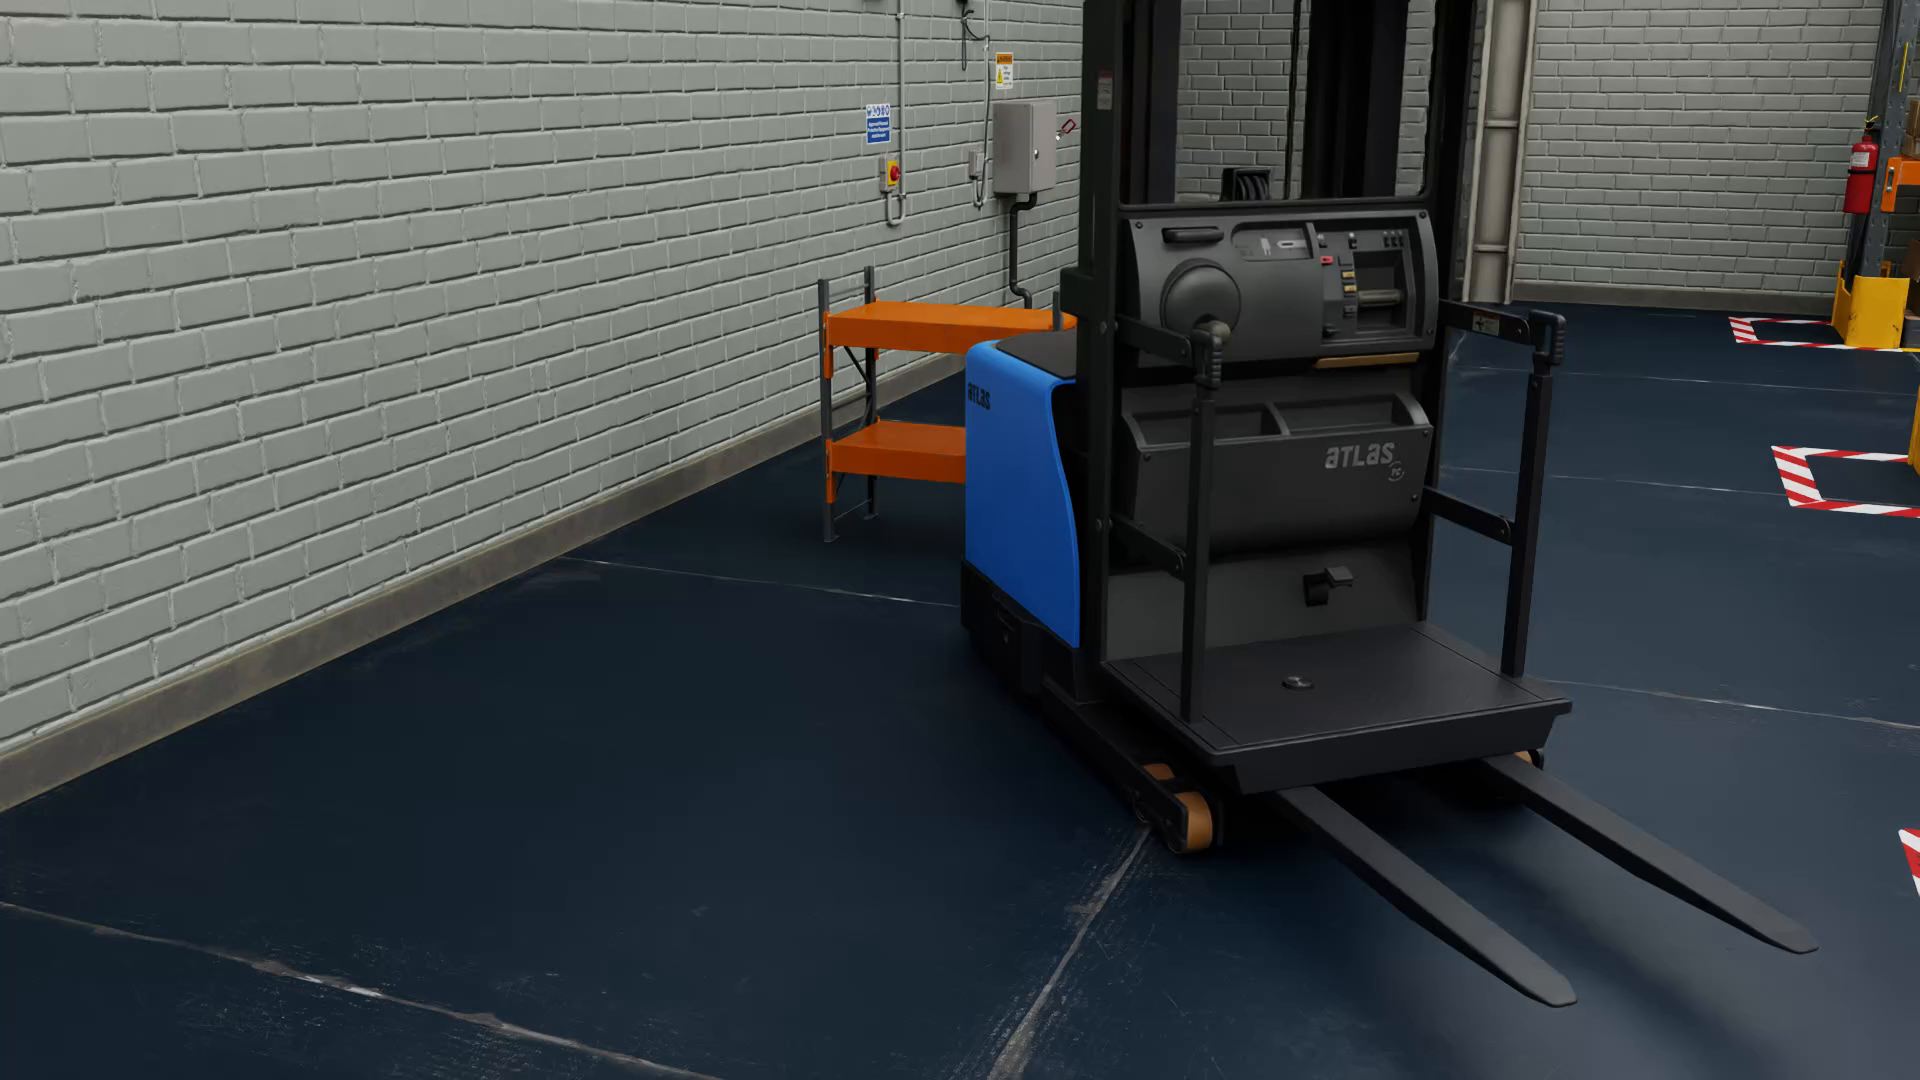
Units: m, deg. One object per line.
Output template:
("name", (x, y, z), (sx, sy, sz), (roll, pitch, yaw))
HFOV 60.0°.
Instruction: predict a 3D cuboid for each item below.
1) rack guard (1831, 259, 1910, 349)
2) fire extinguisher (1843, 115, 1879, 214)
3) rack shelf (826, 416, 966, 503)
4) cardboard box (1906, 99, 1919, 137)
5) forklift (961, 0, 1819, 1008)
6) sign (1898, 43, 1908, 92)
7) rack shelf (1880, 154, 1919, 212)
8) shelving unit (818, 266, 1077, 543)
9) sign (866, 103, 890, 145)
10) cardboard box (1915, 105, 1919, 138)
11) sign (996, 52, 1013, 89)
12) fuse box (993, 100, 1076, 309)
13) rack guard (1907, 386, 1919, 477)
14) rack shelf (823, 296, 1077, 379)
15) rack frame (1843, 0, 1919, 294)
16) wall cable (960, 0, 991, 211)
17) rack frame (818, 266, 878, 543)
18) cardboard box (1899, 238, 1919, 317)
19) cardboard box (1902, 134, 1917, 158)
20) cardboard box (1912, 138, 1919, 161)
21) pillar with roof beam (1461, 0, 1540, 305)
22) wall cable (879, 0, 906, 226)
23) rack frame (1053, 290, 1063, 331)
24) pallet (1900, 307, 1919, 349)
("rack guard", (6.751, -1.765, 12.357), (0.348, 0.500, 1.175), (6, 17, 21))
("fire extinguisher", (6.374, -2.652, 11.737), (0.183, 0.674, 0.296), (6, 17, 21))
("rack shelf", (-0.006, -0.306, 7.087), (1.000, 0.278, 0.538), (6, 17, 21))
("cardboard box", (7.206, -3.066, 12.089), (0.500, 0.250, 0.500), (7, 18, 22))
("forklift", (0.971, -0.713, 4.374), (1.130, 2.935, 3.031), (-6, 17, -19))
("sign", (6.482, -3.248, 11.429), (0.005, 0.325, 0.100), (6, 17, 21))
("rack shelf", (8.541, -2.423, 11.430), (4.000, 0.370, 1.077), (6, 17, 21))
("shelving unit", (-0.006, -0.541, 7.019), (1.048, 1.125, 0.538), (6, 17, 21))
("sign", (-0.466, -2.380, 9.506), (0.001, 0.218, 0.327), (6, 17, 21))
("cardboard box", (7.004, -2.928, 11.614), (0.500, 0.250, 0.500), (6, 17, 21))
("sign", (0.302, -3.190, 11.299), (0.001, 0.242, 0.339), (6, 17, 21))
("fuse box", (0.515, -2.167, 11.570), (0.414, 1.711, 0.539), (6, 17, 21))
("rack guard", (4.840, -0.487, 7.956), (0.348, 0.500, 1.175), (6, 17, 21))
("rack shelf", (-0.006, -0.822, 6.938), (1.000, 0.278, 0.538), (6, 17, 21))
("rack frame", (6.681, -2.973, 12.035), (0.127, 3.000, 1.000), (6, 17, 21))
("wall cable", (0.118, -3.113, 10.695), (0.122, 1.984, 0.588), (6, 17, 21))
("rack frame", (-0.479, -0.593, 7.198), (0.032, 1.125, 0.500), (6, 17, 21))
("cardboard box", (7.215, -1.889, 12.024), (0.637, 0.503, 0.797), (6, 17, 18))
("cardboard box", (7.087, -2.888, 12.193), (0.250, 0.149, 0.380), (6, 17, 20))
("cardboard box", (6.886, -2.748, 11.709), (0.250, 0.149, 0.380), (6, 17, 20))
("pillar with roof beam", (2.923, -5.247, 9.108), (0.400, 9.000, 9.100), (6, 17, 21))
("wall cable", (-0.391, -2.759, 9.419), (0.123, 1.953, 0.585), (6, 17, 21))
("rack frame", (0.467, -0.489, 6.840), (0.032, 1.125, 0.500), (6, 17, 21))
("pallet", (7.493, -1.545, 12.117), (1.213, 0.211, 1.003), (6, 17, 21))
